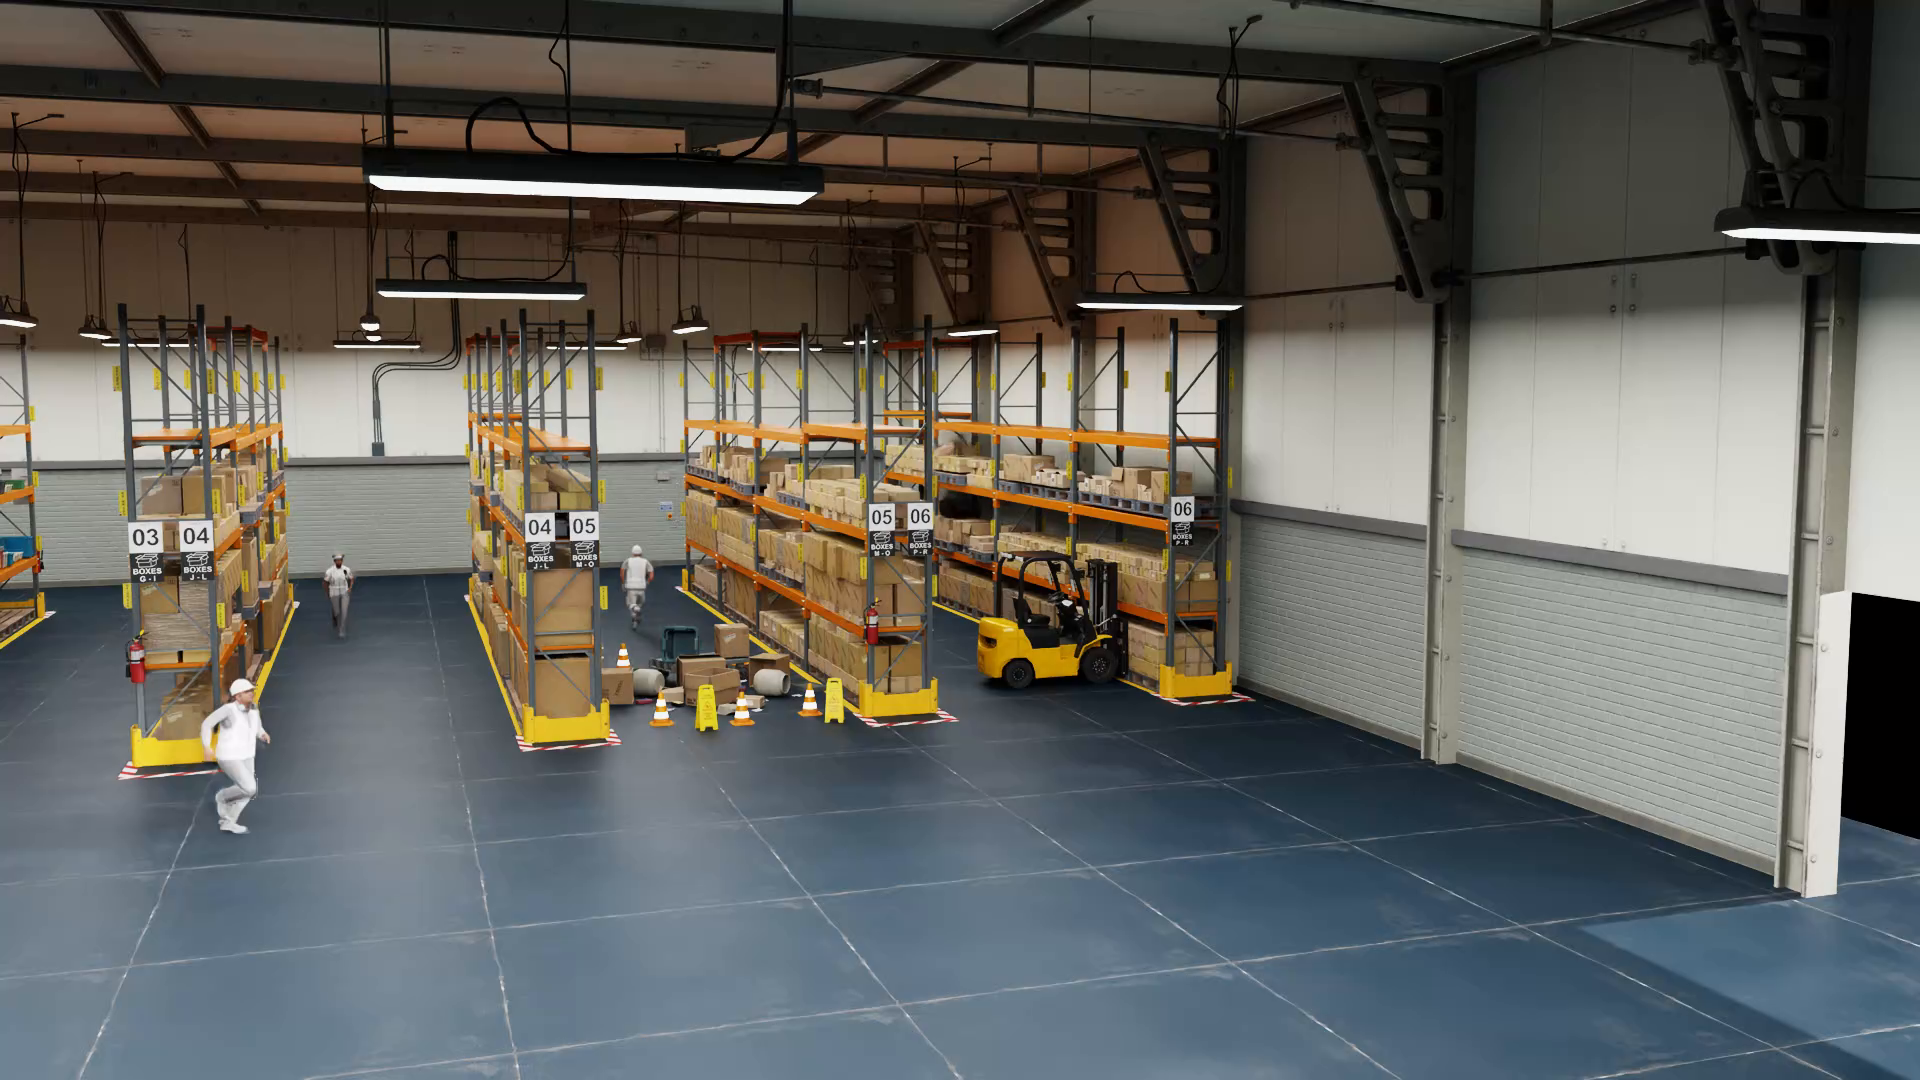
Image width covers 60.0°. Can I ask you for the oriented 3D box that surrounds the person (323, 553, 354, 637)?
[{"bbox_3d":[-12.269,1.073,32.878,0.585,1.662,0.604,-3,6,-26],"label":"person"}]

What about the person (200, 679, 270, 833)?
[{"bbox_3d":[-7.979,2.402,18.464,0.638,1.724,0.696,2,6,18],"label":"person"}]

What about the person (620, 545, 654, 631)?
[{"bbox_3d":[-6.471,0.996,33.350,0.675,1.759,0.836,-2,6,-20],"label":"person"}]
